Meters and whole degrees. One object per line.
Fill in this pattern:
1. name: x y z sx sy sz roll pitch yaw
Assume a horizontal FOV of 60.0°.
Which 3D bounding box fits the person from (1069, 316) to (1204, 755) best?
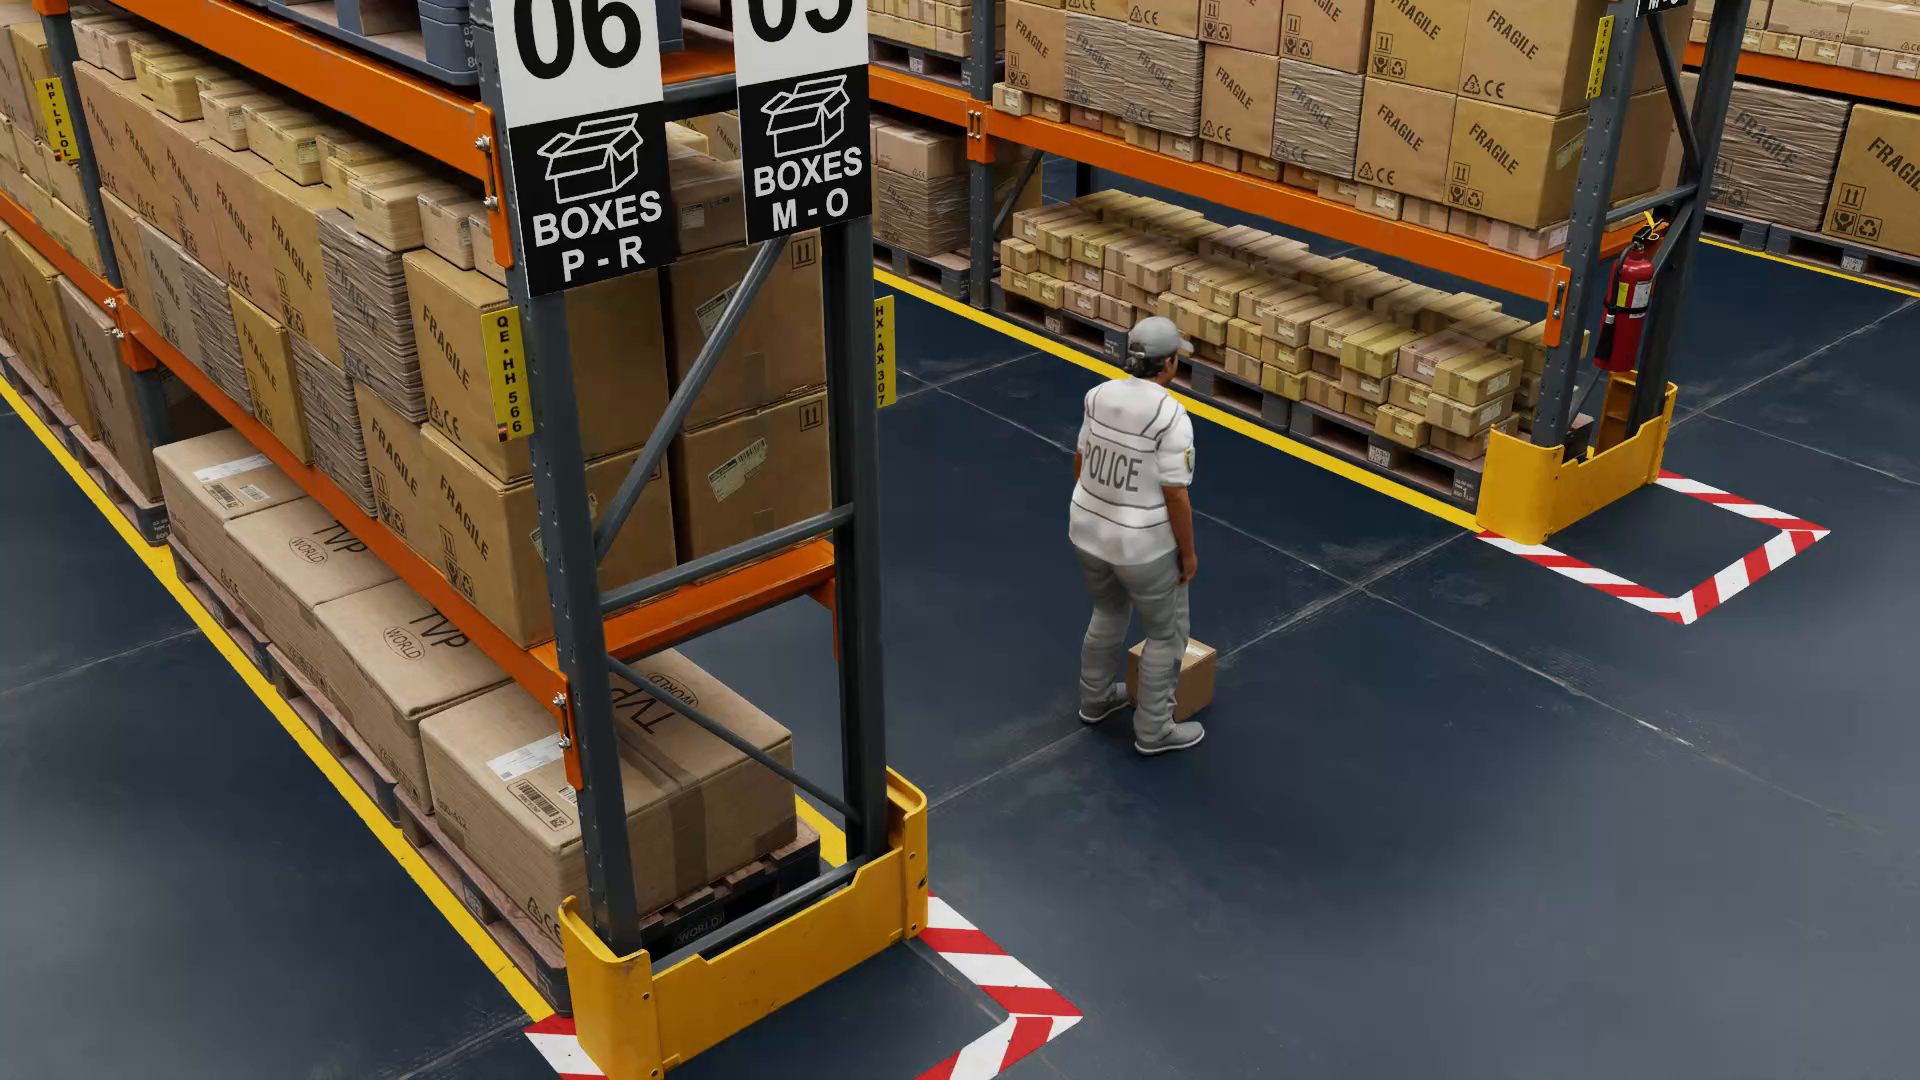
1. person: 0.671 -0.008 6.132 0.468 1.665 0.546 -24 37 -37
